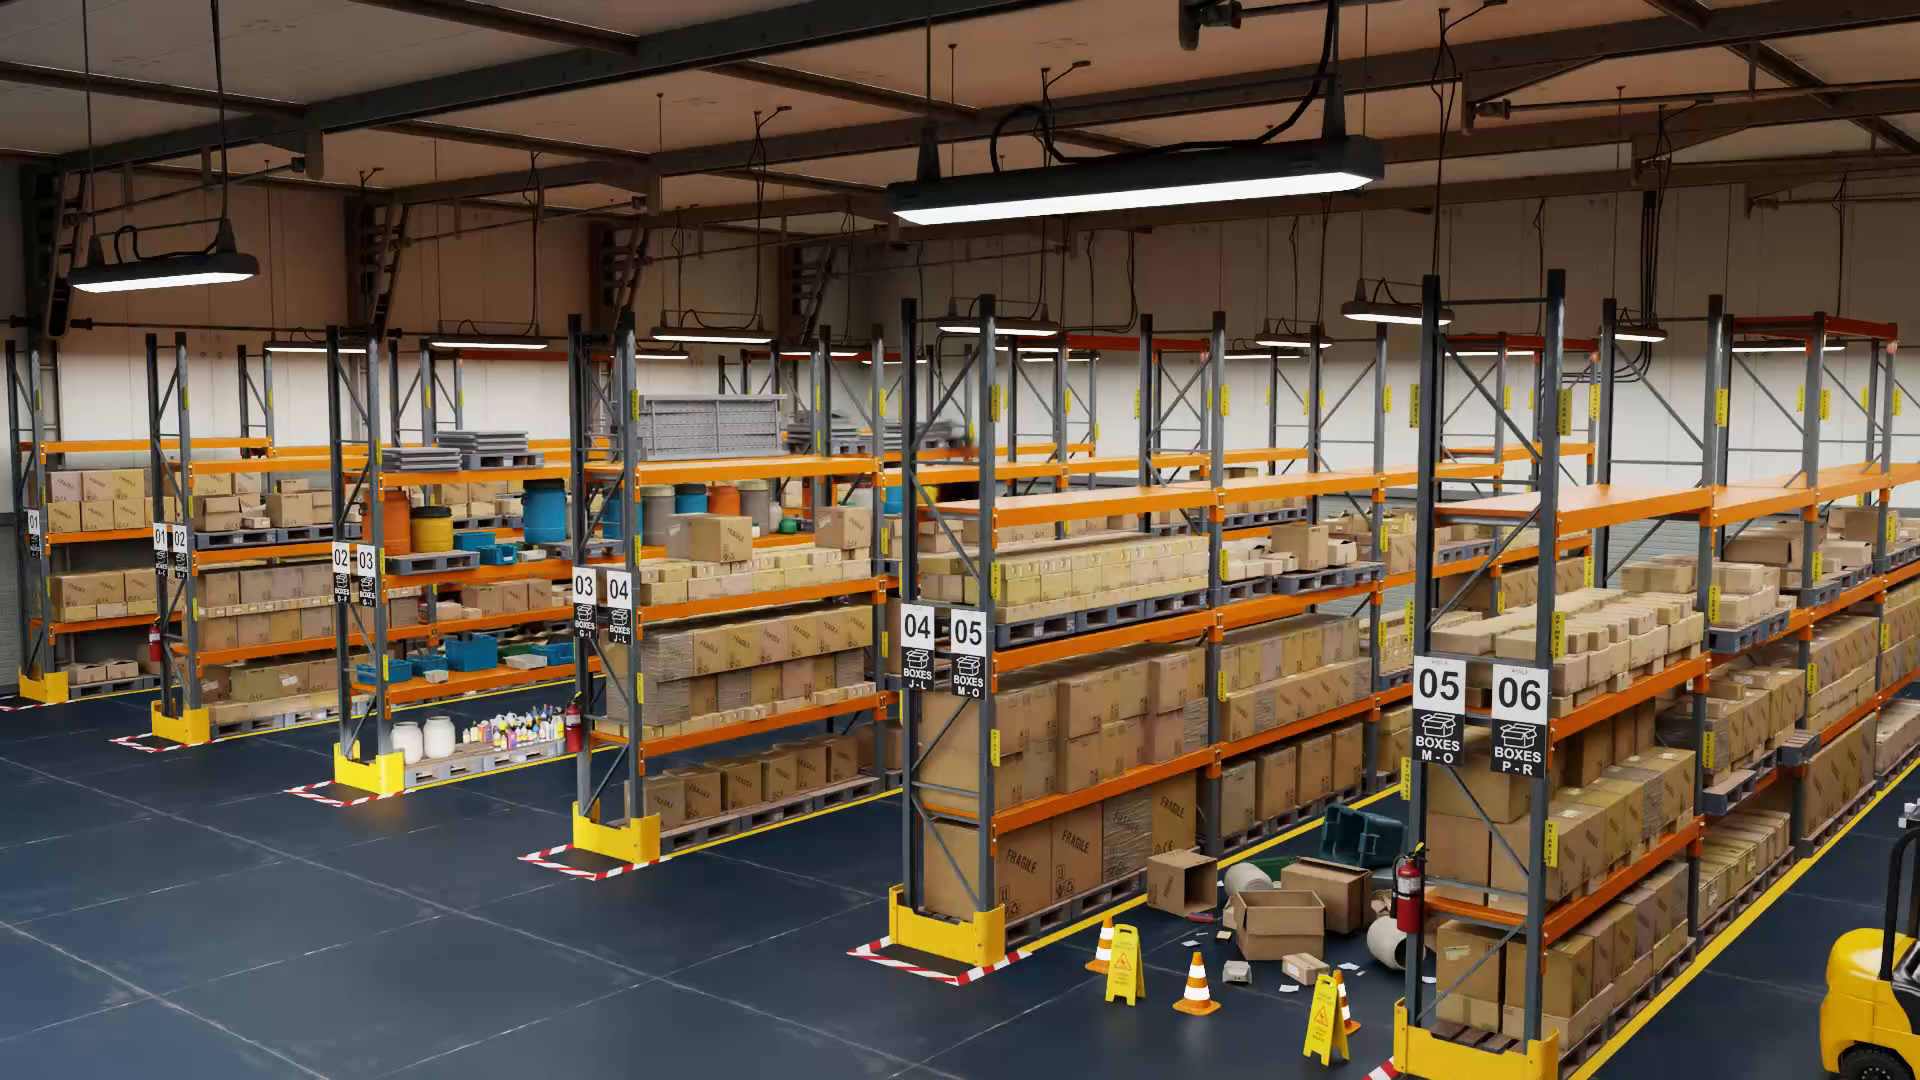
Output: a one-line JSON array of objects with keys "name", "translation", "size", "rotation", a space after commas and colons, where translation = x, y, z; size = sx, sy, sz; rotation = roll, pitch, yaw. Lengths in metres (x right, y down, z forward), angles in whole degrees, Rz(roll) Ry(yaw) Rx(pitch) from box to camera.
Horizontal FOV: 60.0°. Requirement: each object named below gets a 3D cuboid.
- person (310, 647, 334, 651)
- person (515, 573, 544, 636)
[{"name": "person", "translation": [-10.952, 1.736, 28.583], "size": [0.673, 1.693, 0.923], "rotation": [4, 6, 35]}, {"name": "person", "translation": [-8.080, 1.451, 31.400], "size": [0.685, 1.844, 0.796], "rotation": [3, 6, 32]}]
